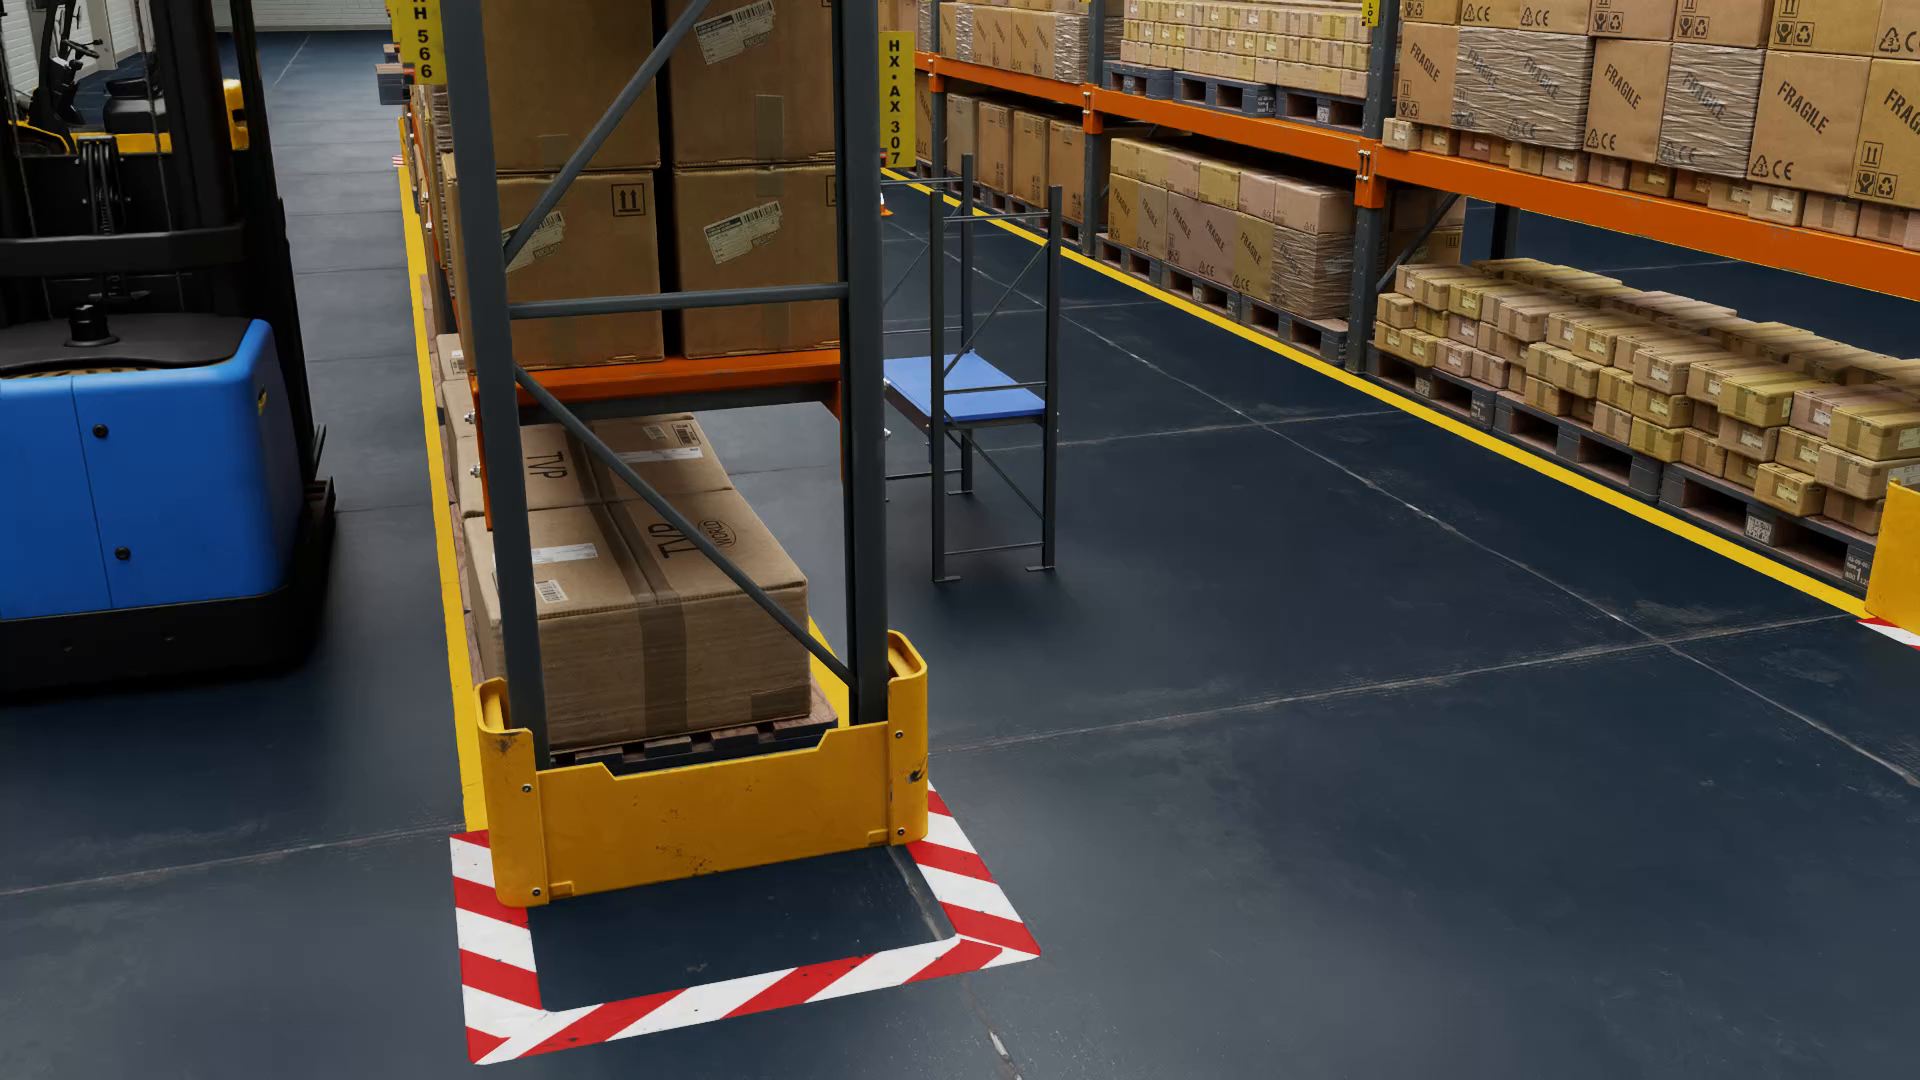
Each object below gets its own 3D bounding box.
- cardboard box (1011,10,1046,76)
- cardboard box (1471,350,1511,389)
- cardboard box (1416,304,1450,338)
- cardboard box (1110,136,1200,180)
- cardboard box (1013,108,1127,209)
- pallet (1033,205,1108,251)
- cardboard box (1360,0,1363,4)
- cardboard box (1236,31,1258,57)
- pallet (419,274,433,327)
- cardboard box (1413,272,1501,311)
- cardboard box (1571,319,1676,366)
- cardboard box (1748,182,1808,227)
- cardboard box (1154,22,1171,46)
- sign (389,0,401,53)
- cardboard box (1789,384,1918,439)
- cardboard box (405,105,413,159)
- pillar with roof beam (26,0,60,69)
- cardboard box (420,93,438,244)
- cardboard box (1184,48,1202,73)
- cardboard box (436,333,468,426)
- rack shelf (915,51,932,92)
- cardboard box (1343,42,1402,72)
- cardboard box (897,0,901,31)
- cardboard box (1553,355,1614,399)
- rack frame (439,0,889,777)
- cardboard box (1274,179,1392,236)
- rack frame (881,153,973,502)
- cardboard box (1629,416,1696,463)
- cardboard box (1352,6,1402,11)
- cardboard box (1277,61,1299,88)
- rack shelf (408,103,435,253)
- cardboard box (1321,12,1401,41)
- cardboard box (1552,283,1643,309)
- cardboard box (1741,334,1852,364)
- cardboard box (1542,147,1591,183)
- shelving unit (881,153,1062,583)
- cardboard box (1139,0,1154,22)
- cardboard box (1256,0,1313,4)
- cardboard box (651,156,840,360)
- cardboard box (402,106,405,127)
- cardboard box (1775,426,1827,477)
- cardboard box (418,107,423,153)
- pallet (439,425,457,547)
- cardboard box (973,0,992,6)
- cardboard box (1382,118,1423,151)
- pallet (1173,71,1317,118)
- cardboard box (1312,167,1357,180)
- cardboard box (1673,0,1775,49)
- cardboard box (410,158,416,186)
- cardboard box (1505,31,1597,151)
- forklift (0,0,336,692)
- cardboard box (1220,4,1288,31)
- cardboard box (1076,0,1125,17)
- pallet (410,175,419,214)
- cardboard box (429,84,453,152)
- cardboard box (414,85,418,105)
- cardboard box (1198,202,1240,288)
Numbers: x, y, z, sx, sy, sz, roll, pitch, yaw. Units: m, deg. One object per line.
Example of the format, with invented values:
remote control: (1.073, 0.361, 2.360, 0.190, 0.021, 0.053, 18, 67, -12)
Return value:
cardboard box: (0.756, -4.193, 14.004, 0.500, 0.500, 0.500, -7, 21, -18)
cardboard box: (2.870, -0.895, 8.566, 0.380, 0.149, 0.250, -7, 21, -18)
cardboard box: (2.697, -1.199, 8.974, 0.380, 0.149, 0.250, -6, 21, -17)
cardboard box: (1.452, -2.836, 12.342, 0.500, 0.250, 0.500, -7, 21, -20)
cardboard box: (1.081, -3.333, 14.465, 1.050, 0.750, 0.750, -6, 21, -16)
pallet: (1.289, -2.658, 14.003, 1.003, 0.211, 1.213, -6, 21, -17)
cardboard box: (4.865, -5.825, 18.109, 0.875, 0.500, 0.500, -6, 21, -17)
cardboard box: (1.992, -3.174, 10.626, 0.380, 0.149, 0.250, -6, 21, -17)
pallet: (-3.026, -1.577, 10.995, 1.003, 0.211, 1.213, -6, 21, -17)
cardboard box: (2.664, -1.334, 8.909, 0.380, 0.149, 0.250, -5, 20, -15)
cardboard box: (3.101, -0.924, 7.769, 0.380, 0.149, 0.250, -6, 21, -17)
cardboard box: (3.371, -1.340, 6.582, 0.380, 0.149, 0.250, -6, 21, -16)
cardboard box: (1.601, -3.580, 11.756, 0.380, 0.149, 0.250, -7, 21, -19)
sign: (-2.457, -2.314, 7.325, 0.100, 0.325, 0.005, -6, 21, -17)
cardboard box: (3.548, -0.507, 6.608, 0.380, 0.149, 0.250, -6, 21, -16)
cardboard box: (-4.900, -3.852, 15.541, 0.500, 0.500, 0.500, -7, 21, -18)
pillar with roof beam: (-10.749, -12.002, 27.018, 9.100, 9.000, 0.400, -6, 21, -17)
cardboard box: (-1.742, -1.413, 6.266, 0.500, 0.500, 0.500, -6, 21, -17)
cardboard box: (1.756, -3.279, 11.359, 0.380, 0.149, 0.250, -6, 21, -15)
cardboard box: (-1.850, -0.646, 7.446, 0.875, 0.438, 0.875, -7, 21, -18)
rack shelf: (-0.421, -5.296, 18.287, 1.077, 0.370, 4.000, -6, 21, -17)
cardboard box: (2.410, -2.751, 9.450, 0.380, 0.149, 0.250, -6, 21, -16)
cardboard box: (-0.172, -5.540, 17.682, 0.875, 0.550, 0.550, -6, 21, -17)
cardboard box: (3.027, -0.778, 7.800, 0.380, 0.149, 0.250, -6, 21, -17)
rack frame: (-0.688, -0.583, 4.103, 1.000, 3.000, 0.127, -6, 21, -17)
cardboard box: (2.248, -2.012, 10.047, 0.500, 0.250, 0.500, -7, 21, -19)
rack frame: (-0.187, -0.896, 7.193, 0.500, 1.500, 0.032, -6, 21, -17)
cardboard box: (3.208, -0.463, 7.365, 0.380, 0.149, 0.250, -7, 21, -20)
cardboard box: (2.706, -3.294, 10.520, 0.380, 0.149, 0.250, -7, 21, -18)
cardboard box: (2.172, -2.855, 10.178, 0.380, 0.149, 0.250, -7, 21, -20)
rack shelf: (-2.574, -2.170, 9.585, 1.077, 0.370, 4.000, -6, 21, -17)
cardboard box: (2.326, -2.979, 9.643, 0.380, 0.149, 0.250, -7, 21, -19)
cardboard box: (3.292, -1.226, 8.609, 0.380, 0.149, 0.250, -6, 21, -15)
cardboard box: (3.744, -0.813, 7.458, 0.380, 0.149, 0.250, -6, 20, -15)
cardboard box: (2.961, -1.764, 7.762, 0.380, 0.149, 0.250, -5, 20, -15)
shelving unit: (-0.027, -0.733, 6.739, 0.538, 1.500, 1.048, -6, 21, -17)
cardboard box: (1.513, -3.814, 11.967, 0.380, 0.149, 0.250, -7, 21, -19)
cardboard box: (2.301, -3.710, 11.677, 0.380, 0.149, 0.250, -6, 21, -16)
cardboard box: (-0.566, -0.815, 4.600, 0.500, 0.500, 0.500, -7, 21, -18)
cardboard box: (-5.718, -4.679, 17.842, 0.500, 0.500, 0.500, -7, 21, -19)
cardboard box: (3.512, -0.366, 6.655, 0.380, 0.149, 0.250, -7, 21, -18)
cardboard box: (-2.484, -2.077, 8.484, 0.500, 0.250, 0.500, -7, 21, -18)
pallet: (-1.780, -0.302, 7.446, 1.003, 0.211, 1.213, -6, 21, -17)
cardboard box: (0.533, -5.187, 15.292, 0.700, 0.500, 0.500, -7, 21, -18)
cardboard box: (2.501, -2.181, 8.924, 0.380, 0.149, 0.250, -6, 21, -15)
pallet: (2.126, -2.988, 11.081, 1.003, 0.211, 1.213, -6, 21, -17)
cardboard box: (2.571, -2.235, 10.670, 0.500, 0.250, 0.500, -6, 21, -16)
cardboard box: (3.268, -2.248, 6.671, 0.500, 0.500, 0.500, -5, 20, -14)
cardboard box: (-4.901, -3.499, 15.667, 0.500, 0.250, 0.500, -5, 20, -15)
cardboard box: (2.925, -2.103, 7.747, 0.500, 0.500, 0.500, -7, 21, -18)
forklift: (-3.166, -1.349, 6.336, 1.130, 2.935, 3.031, -6, 21, -16)
cardboard box: (1.916, -3.397, 10.808, 0.380, 0.149, 0.250, -7, 21, -18)
cardboard box: (1.333, -4.372, 13.023, 0.700, 0.500, 0.500, -7, 21, -17)
pallet: (-4.704, -3.334, 15.885, 1.003, 0.211, 1.213, -6, 21, -17)
cardboard box: (-1.258, -1.395, 4.736, 0.500, 0.500, 0.500, -6, 21, -17)
cardboard box: (-2.647, -2.473, 8.845, 0.500, 0.250, 0.500, -6, 21, -16)
cardboard box: (1.933, -1.987, 11.088, 0.500, 0.500, 0.500, -7, 21, -18)
